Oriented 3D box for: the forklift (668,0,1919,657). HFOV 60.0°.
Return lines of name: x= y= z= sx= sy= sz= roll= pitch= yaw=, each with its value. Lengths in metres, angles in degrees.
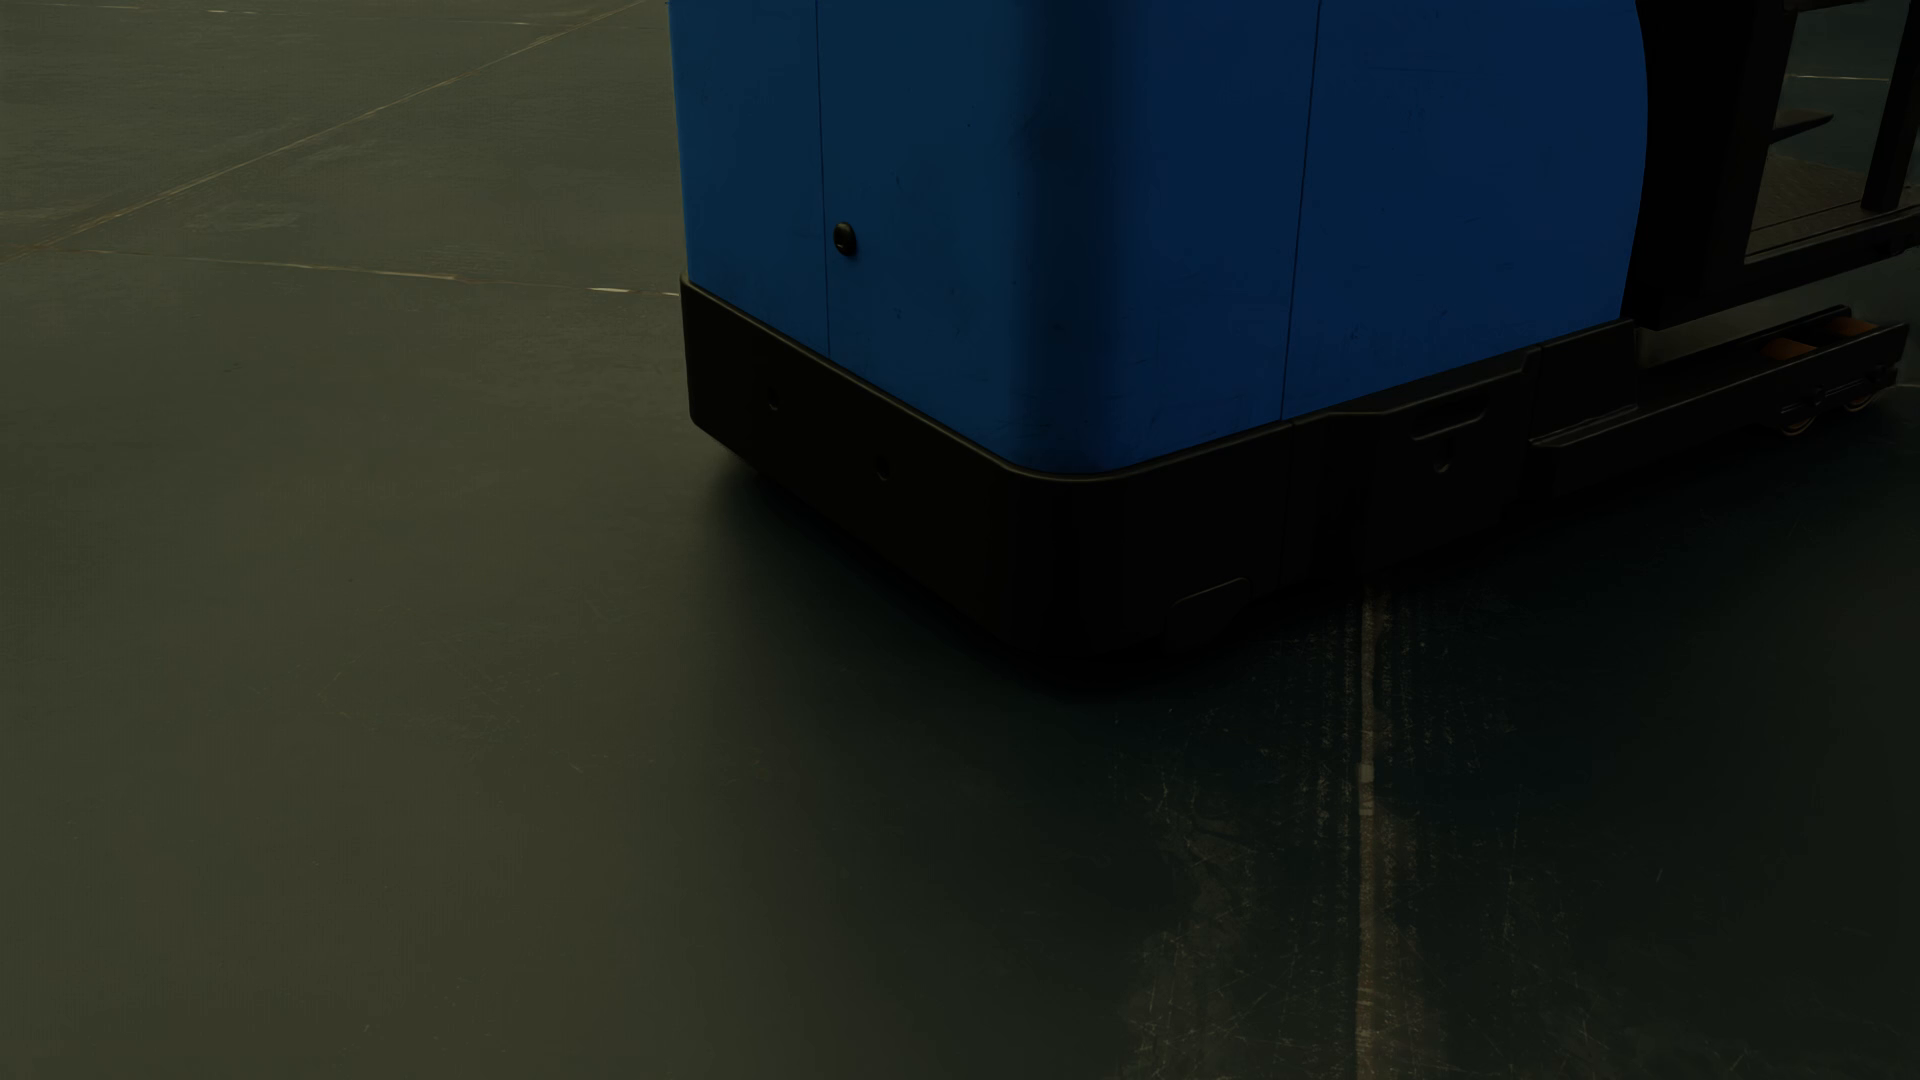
forklift: x=1.056 y=-1.663 z=2.542 sx=3.031 sy=2.935 sz=1.130 roll=-17 pitch=32 yaw=-31
